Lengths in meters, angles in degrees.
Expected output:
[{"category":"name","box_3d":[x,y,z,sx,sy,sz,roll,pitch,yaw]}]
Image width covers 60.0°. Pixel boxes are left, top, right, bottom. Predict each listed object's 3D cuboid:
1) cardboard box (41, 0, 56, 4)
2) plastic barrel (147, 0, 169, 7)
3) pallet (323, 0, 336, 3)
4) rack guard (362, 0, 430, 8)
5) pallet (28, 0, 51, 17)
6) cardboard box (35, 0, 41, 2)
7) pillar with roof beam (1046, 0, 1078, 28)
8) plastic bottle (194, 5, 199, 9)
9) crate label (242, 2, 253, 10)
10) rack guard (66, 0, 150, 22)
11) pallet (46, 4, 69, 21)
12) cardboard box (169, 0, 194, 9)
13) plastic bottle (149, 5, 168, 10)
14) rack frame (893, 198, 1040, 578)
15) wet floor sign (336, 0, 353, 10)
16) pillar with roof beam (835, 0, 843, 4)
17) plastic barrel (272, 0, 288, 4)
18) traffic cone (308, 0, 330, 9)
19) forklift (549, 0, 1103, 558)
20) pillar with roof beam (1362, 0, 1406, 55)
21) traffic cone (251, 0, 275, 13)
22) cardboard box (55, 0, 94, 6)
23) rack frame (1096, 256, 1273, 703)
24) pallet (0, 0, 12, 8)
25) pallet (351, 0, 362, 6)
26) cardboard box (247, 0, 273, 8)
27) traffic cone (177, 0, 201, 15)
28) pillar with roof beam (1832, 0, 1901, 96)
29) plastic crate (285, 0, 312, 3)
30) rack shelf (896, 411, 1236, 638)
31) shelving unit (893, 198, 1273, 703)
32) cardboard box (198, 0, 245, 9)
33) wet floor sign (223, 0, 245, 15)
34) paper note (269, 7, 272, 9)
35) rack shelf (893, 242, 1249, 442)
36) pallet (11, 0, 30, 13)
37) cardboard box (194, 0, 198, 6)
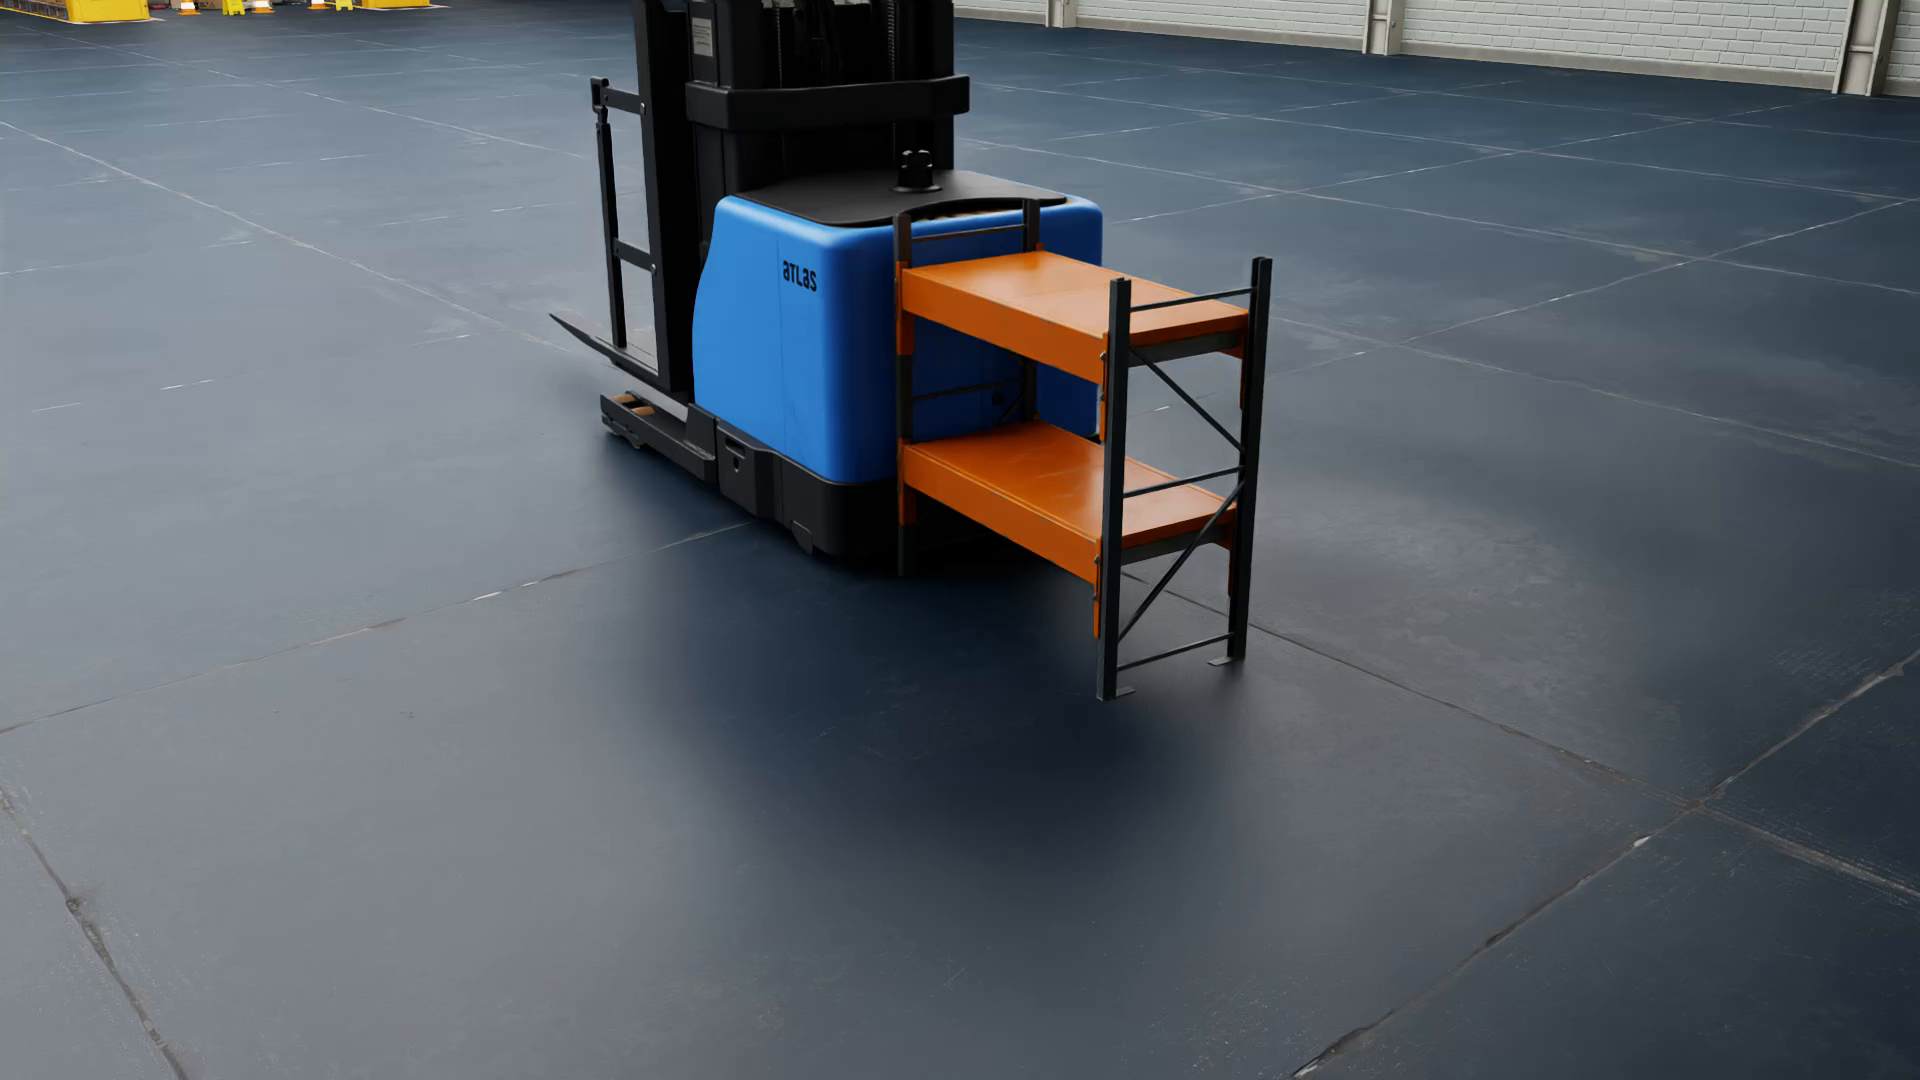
[{"category":"cardboard box","box_3d":[-14.995,-9.536,28.055,0.875,0.875,0.875,-18,28,-38]},{"category":"plastic barrel","box_3d":[-14.635,-9.873,30.110,0.512,0.421,0.421,0,21,-1]},{"category":"pallet","box_3d":[-11.587,-10.414,31.784,1.003,0.211,1.213,-17,27,-37]},{"category":"rack guard","box_3d":[-10.292,-9.979,30.276,1.175,0.500,0.348,-17,27,-37]},{"category":"pallet","box_3d":[-15.300,-9.156,28.572,1.003,0.211,1.213,-17,27,-37]},{"category":"cardboard box","box_3d":[-15.588,-9.788,28.700,0.875,0.875,0.875,-17,27,-37]},{"category":"pillar with roof beam","box_3d":[-1.684,-11.165,21.650,9.100,9.000,0.400,-17,27,-37]},{"category":"plastic bottle","box_3d":[-13.713,-9.497,29.648,0.283,0.061,0.133,12,24,27]},{"category":"crate label","box_3d":[-12.679,-9.445,29.410,0.298,0.136,0.250,7,23,18]},{"category":"rack guard","box_3d":[-13.911,-8.745,27.126,1.175,0.500,0.348,-17,27,-37]},{"category":"pallet","box_3d":[-14.507,-8.819,27.712,1.003,0.211,1.213,-17,27,-37]},{"category":"cardboard box","box_3d":[-14.020,-9.711,29.914,0.396,0.266,0.258,-12,25,-28]},{"category":"plastic bottle","box_3d":[-14.284,-9.494,29.639,0.133,0.061,0.283,12,24,27]},{"category":"rack frame","box_3d":[0.024,-0.460,5.115,0.500,1.125,0.032,-13,25,-30]},{"category":"wet floor sign","box_3d":[-10.929,-9.718,29.412,0.267,0.644,0.232,-8,23,-19]},{"category":"pillar with roof beam","box_3d":[-5.601,-12.822,25.882,9.100,9.000,0.400,-17,27,-37]},{"category":"plastic barrel","box_3d":[-12.737,-10.132,30.773,0.512,0.421,0.421,0,21,-1]},{"category":"traffic cone","box_3d":[-11.500,-9.752,29.749,0.336,0.463,0.334,-17,27,-37]},{"category":"forklift","box_3d":[-0.750,-1.795,6.047,1.130,2.935,3.031,-13,25,-30]},{"category":"pillar with roof beam","box_3d":[2.232,-9.507,17.417,9.100,9.000,0.400,-17,27,-37]},{"category":"traffic cone","box_3d":[-12.119,-9.394,28.834,0.336,0.463,0.334,-17,27,-37]},{"category":"cardboard box","box_3d":[-14.419,-9.293,27.436,0.875,0.875,0.875,-17,27,-37]},{"category":"rack frame","box_3d":[0.578,-0.149,4.321,0.500,1.125,0.032,-13,25,-30]},{"category":"pallet","box_3d":[-17.098,-9.917,30.515,1.003,0.211,1.213,-17,27,-37]},{"category":"pallet","box_3d":[-10.795,-10.077,30.923,1.003,0.211,1.213,-17,27,-37]},{"category":"cardboard box","box_3d":[-12.628,-9.675,29.983,0.380,0.149,0.250,-4,22,-10]},{"category":"traffic cone","box_3d":[-13.197,-9.219,28.387,0.336,0.463,0.334,-17,27,-37]},{"category":"pillar with roof beam","box_3d":[6.149,-7.849,13.185,9.100,9.000,0.400,-17,27,-37]},{"category":"plastic crate","box_3d":[-12.450,-10.238,31.515,0.583,0.080,0.402,12,24,27]},{"category":"rack shelf","box_3d":[0.301,-0.077,4.807,0.538,0.278,1.000,-13,25,-30]},{"category":"shelving unit","box_3d":[0.301,-0.304,4.718,0.538,1.125,1.048,-13,25,-30]},{"category":"cardboard box","box_3d":[-13.307,-9.842,29.922,0.637,0.503,0.797,3,22,9]},{"category":"wet floor sign","box_3d":[-12.407,-9.283,28.299,0.232,0.644,0.267,17,27,36]},{"category":"paper note","box_3d":[-12.367,-9.527,29.765,0.142,0.019,0.148,12,24,27]},{"category":"rack shelf","box_3d":[0.301,-0.577,4.611,0.538,0.278,1.000,-13,25,-30]},{"category":"pallet","box_3d":[-16.100,-9.493,29.433,1.003,0.211,1.213,-17,27,-37]},{"category":"cardboard box","box_3d":[-13.923,-10.162,30.552,0.797,0.637,0.503,-17,27,-37]}]
